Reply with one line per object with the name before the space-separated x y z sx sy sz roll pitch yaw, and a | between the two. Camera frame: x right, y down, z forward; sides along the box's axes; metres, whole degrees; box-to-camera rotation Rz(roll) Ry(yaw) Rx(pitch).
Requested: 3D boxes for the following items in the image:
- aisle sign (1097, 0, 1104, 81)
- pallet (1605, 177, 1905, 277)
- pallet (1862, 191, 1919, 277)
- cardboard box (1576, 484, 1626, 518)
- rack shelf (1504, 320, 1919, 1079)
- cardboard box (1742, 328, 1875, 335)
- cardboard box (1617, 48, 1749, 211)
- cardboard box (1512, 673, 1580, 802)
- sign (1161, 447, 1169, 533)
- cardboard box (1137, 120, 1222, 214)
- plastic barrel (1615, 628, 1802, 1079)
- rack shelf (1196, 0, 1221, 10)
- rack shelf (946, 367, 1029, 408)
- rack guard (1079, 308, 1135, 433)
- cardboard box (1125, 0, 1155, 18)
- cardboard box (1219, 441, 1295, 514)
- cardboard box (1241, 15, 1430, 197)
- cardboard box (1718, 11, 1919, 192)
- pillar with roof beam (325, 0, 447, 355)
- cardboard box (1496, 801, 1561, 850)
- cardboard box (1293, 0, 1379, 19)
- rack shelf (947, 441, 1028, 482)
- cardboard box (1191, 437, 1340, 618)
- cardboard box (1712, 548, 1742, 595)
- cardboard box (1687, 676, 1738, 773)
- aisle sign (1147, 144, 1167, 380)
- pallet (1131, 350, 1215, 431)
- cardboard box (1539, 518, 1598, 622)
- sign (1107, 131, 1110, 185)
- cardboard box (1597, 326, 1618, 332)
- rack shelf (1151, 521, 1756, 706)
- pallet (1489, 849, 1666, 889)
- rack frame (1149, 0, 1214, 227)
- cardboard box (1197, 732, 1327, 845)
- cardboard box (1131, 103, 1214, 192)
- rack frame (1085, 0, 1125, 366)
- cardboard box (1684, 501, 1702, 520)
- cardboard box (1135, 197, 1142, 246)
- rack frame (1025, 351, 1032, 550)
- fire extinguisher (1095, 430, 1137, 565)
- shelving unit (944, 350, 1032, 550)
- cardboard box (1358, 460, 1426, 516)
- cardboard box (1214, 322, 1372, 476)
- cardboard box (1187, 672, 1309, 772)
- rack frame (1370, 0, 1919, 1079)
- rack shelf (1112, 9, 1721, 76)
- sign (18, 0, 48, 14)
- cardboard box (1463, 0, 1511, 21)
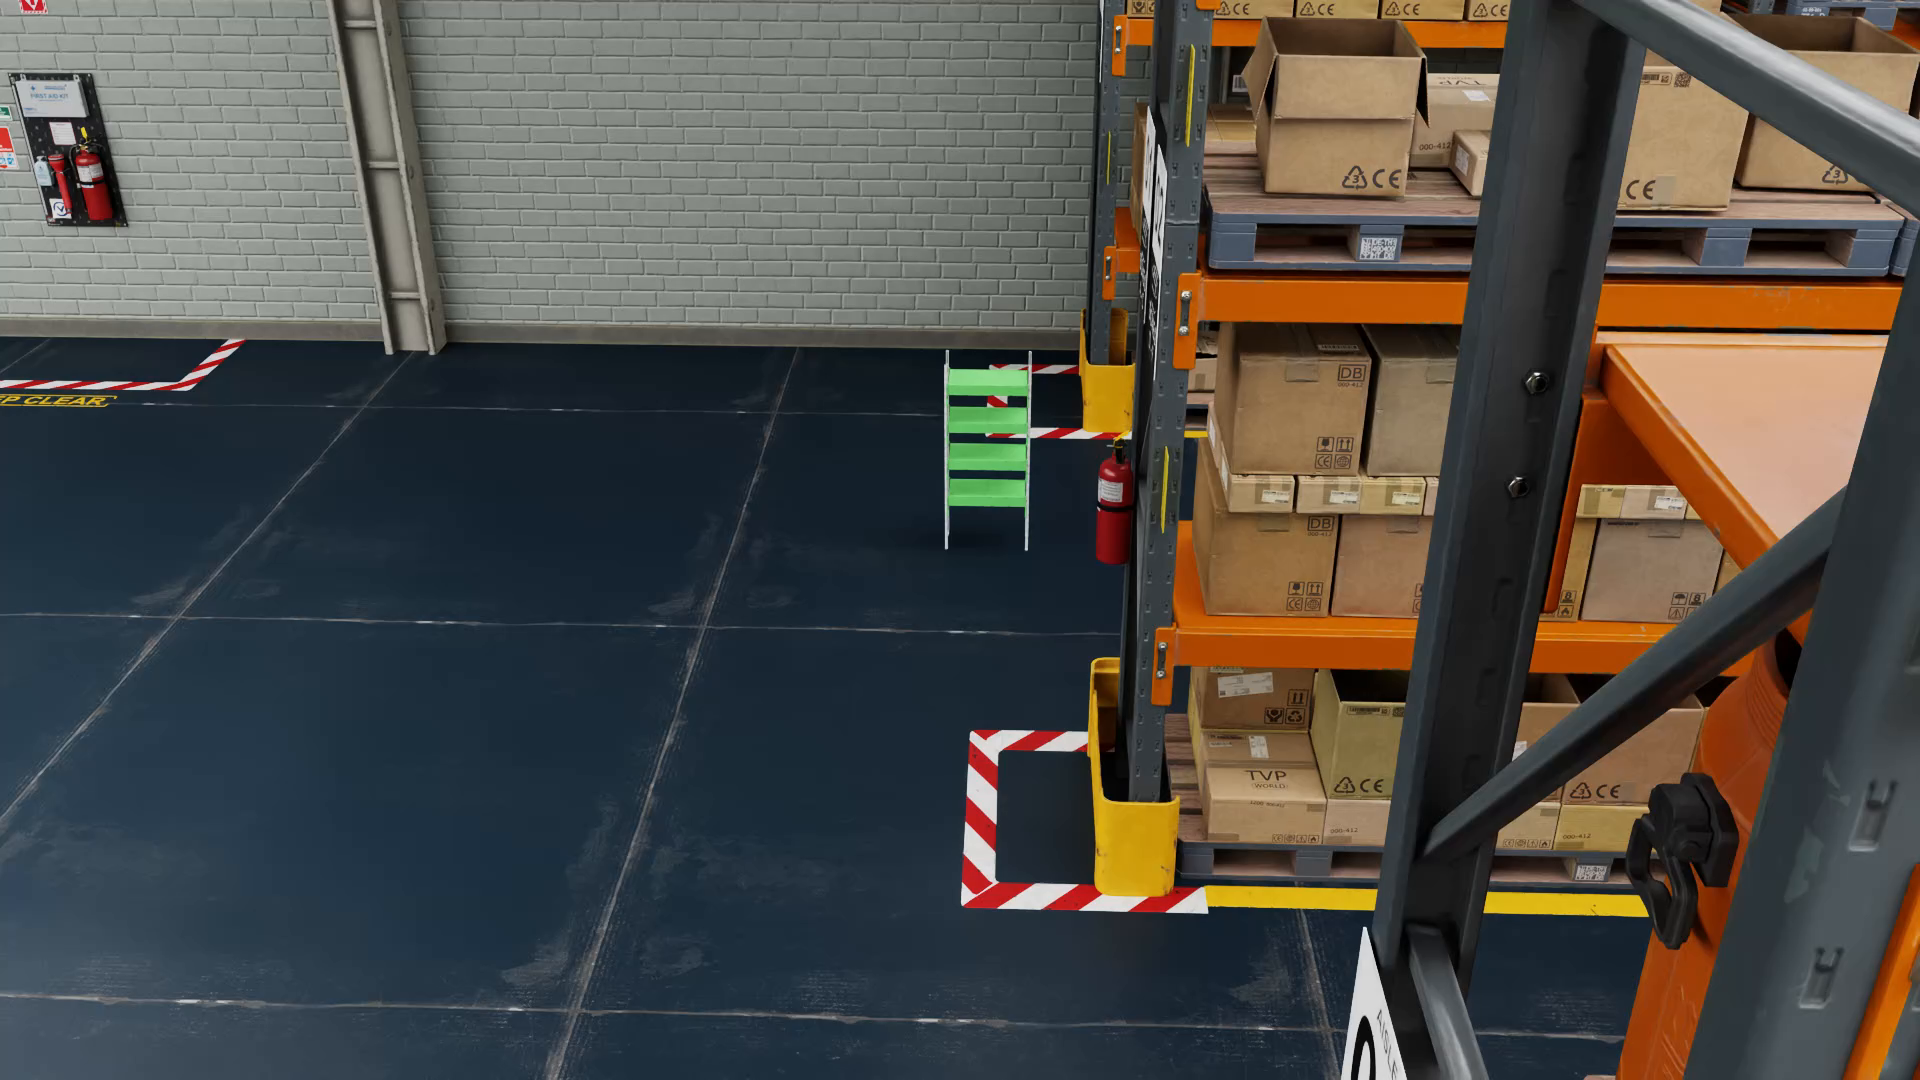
aisle sign | 0.902 -3.363 10.615 0.004 0.787 0.394 1 28 2
pallet | 2.741 -1.278 6.350 1.213 0.211 1.003 1 28 2
pallet | 3.957 -1.257 6.310 1.213 0.211 1.003 1 28 2
cardboard box | 2.485 -0.238 6.696 0.250 0.149 0.380 1 28 1
rack shelf | 2.634 0.161 1.534 4.000 0.370 1.077 1 28 2
cardboard box | 3.362 -0.607 6.700 0.500 0.500 0.700 1 28 2
cardboard box | 2.463 -1.496 5.962 0.500 0.500 0.500 1 28 2
cardboard box | 2.341 0.786 7.251 0.500 0.500 0.500 1 28 2
sign | 0.788 -0.192 6.401 0.005 0.325 0.100 1 28 2
cardboard box | 1.451 -2.479 11.061 0.500 0.500 0.500 1 28 2
plastic barrel | 1.125 0.532 1.934 0.708 0.830 0.600 1 28 2
rack shelf | 2.812 -2.158 5.907 4.000 0.370 1.077 1 28 2
rack shelf | 0.165 -0.895 9.769 0.480 0.148 0.258 1 28 2
rack guard | 1.060 -1.248 12.070 0.348 0.500 1.175 1 28 2
cardboard box | 1.310 -3.609 10.525 0.500 0.500 0.500 2 28 3
cardboard box | 1.198 -0.258 6.735 0.250 0.149 0.380 1 28 1
cardboard box | 1.387 -1.641 6.233 0.637 0.503 0.797 3 28 5
cardboard box | 3.169 -1.673 6.293 0.637 0.503 0.797 4 28 7
pillar with roof beam | -4.434 -3.481 7.209 0.400 9.000 9.100 1 28 2
cardboard box | 2.341 1.123 7.417 0.500 0.250 0.500 1 28 2
cardboard box | 2.364 -3.577 10.464 0.500 0.500 0.500 2 28 4
rack shelf | 0.165 -0.471 9.994 0.480 0.148 0.258 1 28 2
cardboard box | 1.279 -0.065 7.063 0.500 0.500 0.700 1 28 2
cardboard box | 3.339 -0.033 7.003 0.500 0.500 0.700 1 28 3
cardboard box | 3.341 0.804 7.217 0.500 0.500 0.500 1 28 2
aisle sign | 0.737 -1.041 6.235 0.004 0.787 0.394 1 28 2
pallet | 1.871 -1.090 12.081 1.213 0.211 1.003 1 28 2
cardboard box | 2.300 -0.048 7.031 0.500 0.500 0.700 1 28 2
sign | 0.965 -2.482 10.805 0.005 0.325 0.100 1 28 2
cardboard box | 2.362 -0.623 6.731 0.500 0.500 0.700 1 28 2
rack shelf | 2.812 0.316 7.219 4.000 0.370 1.077 1 28 2
pallet | 2.795 1.212 7.738 1.213 0.211 1.003 1 28 2
rack frame | 0.813 -2.685 5.707 0.127 3.000 1.000 1 28 2
cardboard box | 1.341 1.108 7.445 0.500 0.250 0.500 1 28 2
cardboard box | 1.463 -2.719 11.515 0.500 0.500 0.500 1 28 1
rack frame | 0.984 -2.353 11.487 0.127 3.000 1.000 1 28 2
cardboard box | 2.997 -0.228 6.678 0.250 0.149 0.380 2 28 3
cardboard box | 1.461 -2.139 11.222 0.500 0.250 0.500 0 28 0
rack frame | 0.409 -0.523 9.956 0.015 1.200 0.240 1 28 2
fire extinguisher | 0.712 -0.220 7.545 0.183 0.674 0.296 1 28 2
shelving unit | 0.165 -0.527 9.964 0.503 1.200 0.258 1 28 2
cardboard box | 1.711 -0.250 6.720 0.250 0.149 0.380 1 28 2
cardboard box | 1.332 -0.637 6.758 0.500 0.500 0.700 1 28 2
cardboard box | 1.360 0.865 7.902 0.500 0.250 0.500 1 28 2
rack frame | 0.635 -0.367 1.334 0.127 3.000 1.000 1 28 2
rack shelf | 2.983 -3.328 10.890 4.000 0.370 1.077 1 28 2
sign | -6.755 -3.975 12.072 0.199 0.298 0.001 1 28 2
cardboard box | 3.408 -3.564 10.440 0.500 0.500 0.500 0 28 0
